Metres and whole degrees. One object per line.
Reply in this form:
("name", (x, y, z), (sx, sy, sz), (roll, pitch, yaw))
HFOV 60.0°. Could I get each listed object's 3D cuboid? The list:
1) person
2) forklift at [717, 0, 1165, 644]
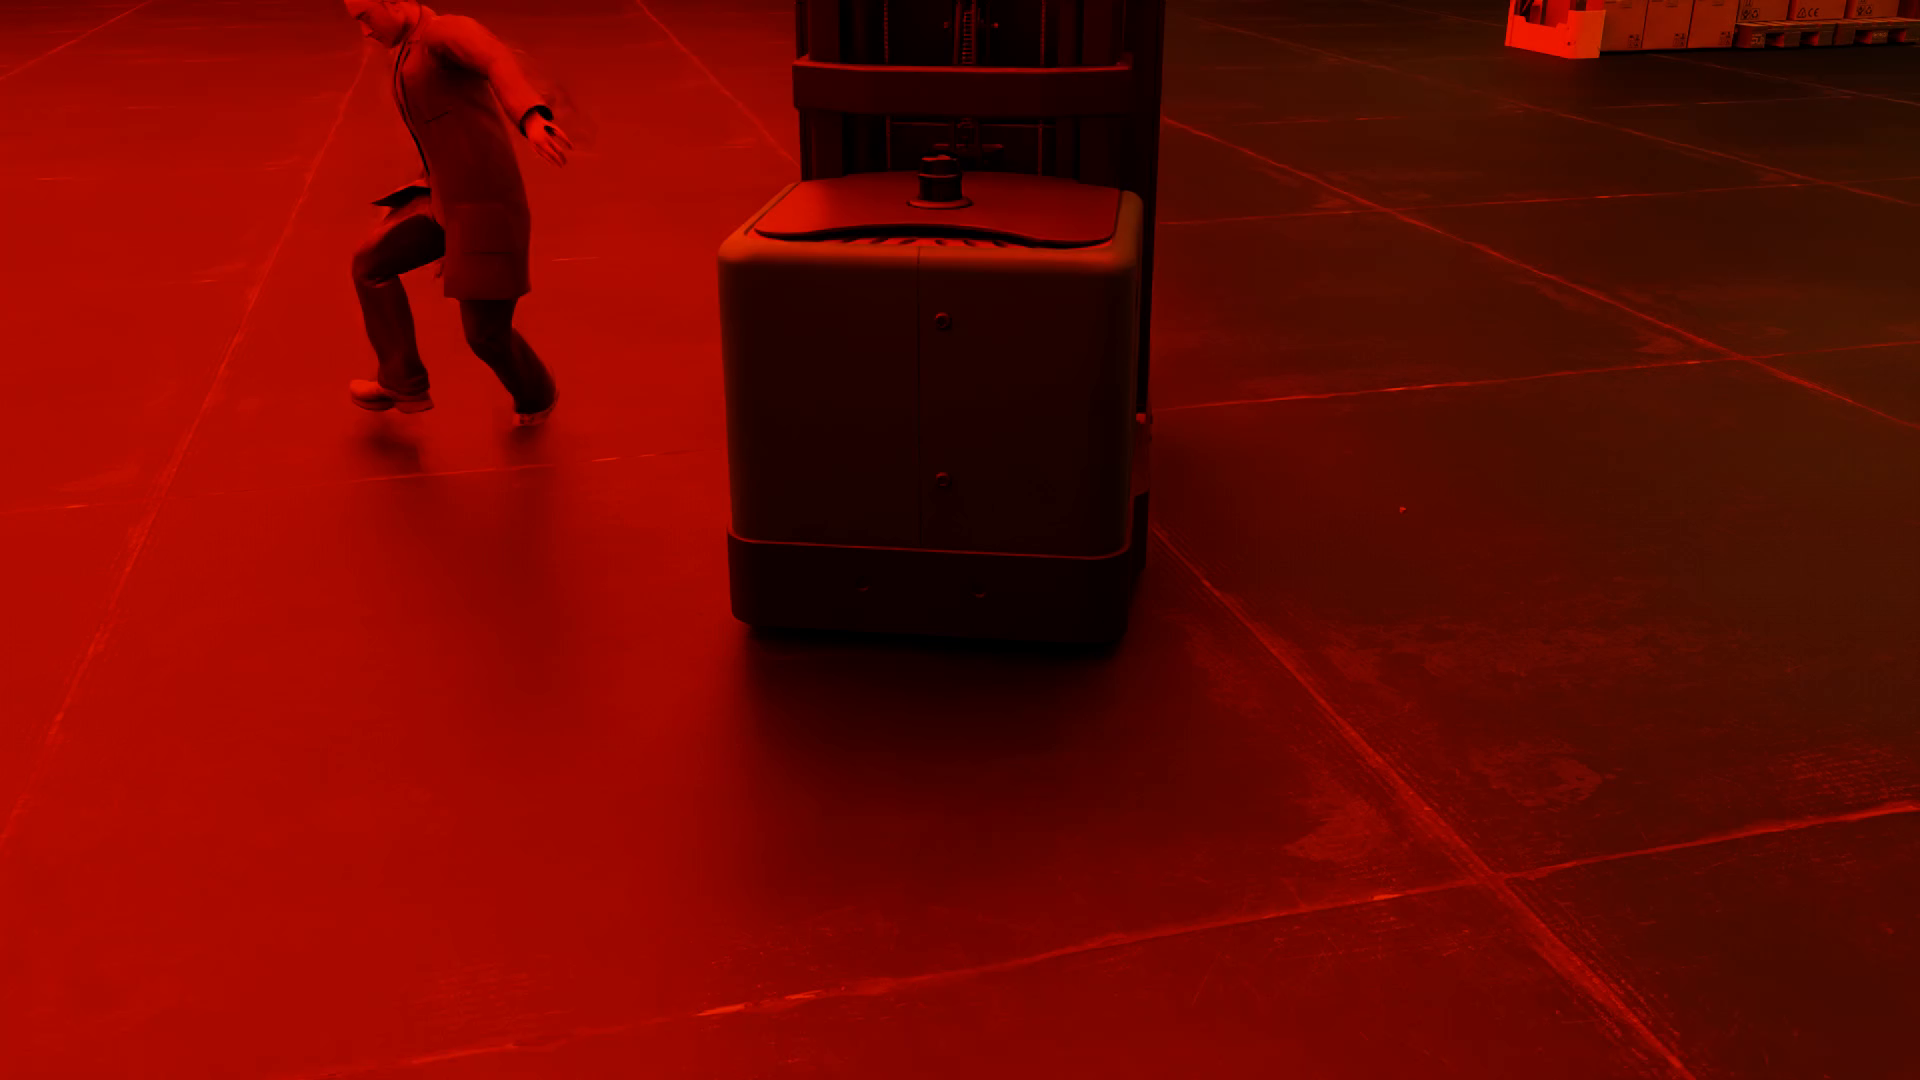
("person", (-1.633, -1.043, 5.588), (0.689, 1.681, 1.255), (-16, 28, -33))
("forklift", (0.089, -1.625, 5.127), (1.130, 2.935, 3.031), (3, 23, 7))
